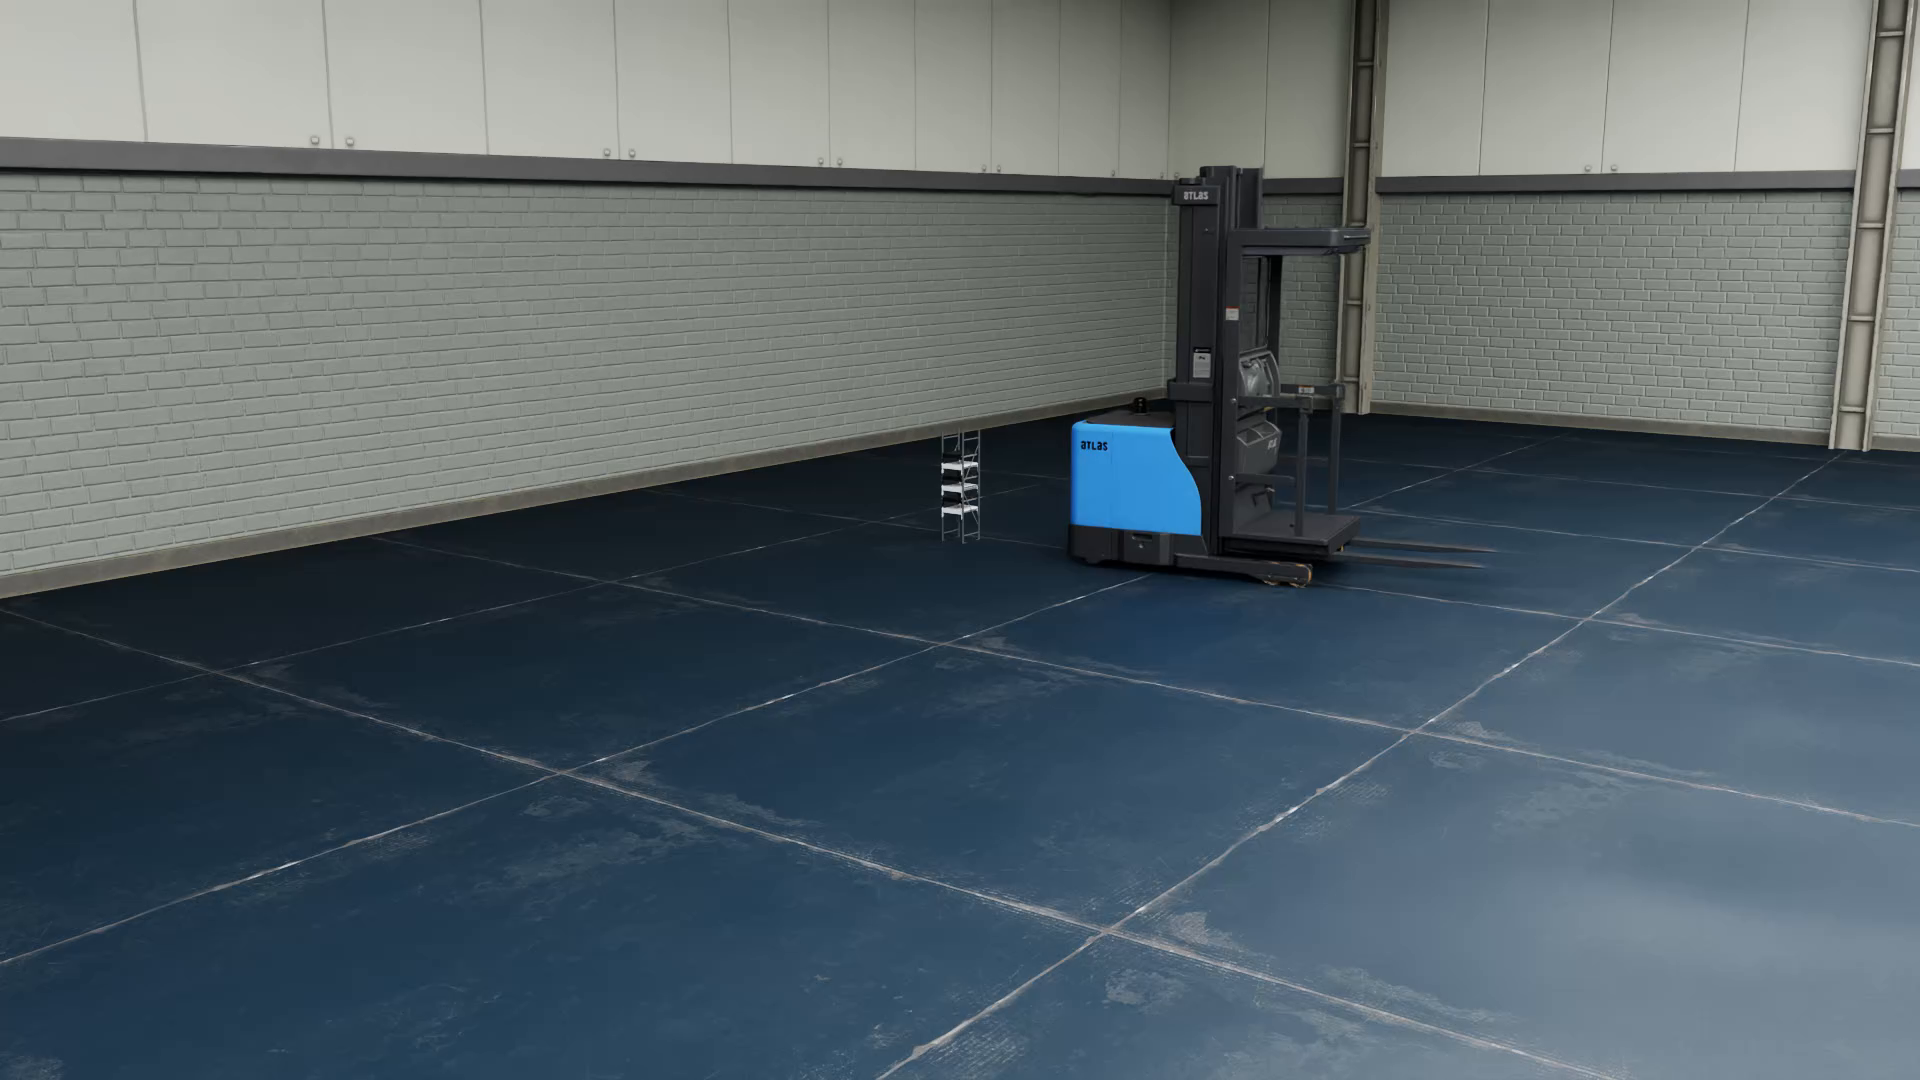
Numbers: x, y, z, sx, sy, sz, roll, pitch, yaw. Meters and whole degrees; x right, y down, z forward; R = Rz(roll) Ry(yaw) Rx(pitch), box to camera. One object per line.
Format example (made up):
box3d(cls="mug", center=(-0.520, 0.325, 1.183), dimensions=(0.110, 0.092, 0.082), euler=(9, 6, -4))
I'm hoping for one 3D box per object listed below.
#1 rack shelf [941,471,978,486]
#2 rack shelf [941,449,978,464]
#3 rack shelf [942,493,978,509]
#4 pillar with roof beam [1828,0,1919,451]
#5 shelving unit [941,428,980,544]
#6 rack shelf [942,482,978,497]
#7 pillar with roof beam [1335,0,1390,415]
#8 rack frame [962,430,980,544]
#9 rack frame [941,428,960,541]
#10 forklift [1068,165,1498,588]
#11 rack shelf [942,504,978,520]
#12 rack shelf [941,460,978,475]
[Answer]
box3d(cls="rack shelf", center=(0.007, -0.497, 13.429), dimensions=(0.200, 0.077, 0.258), euler=(8, 13, 36))
box3d(cls="rack shelf", center=(0.007, -0.673, 13.395), dimensions=(0.200, 0.077, 0.258), euler=(8, 13, 36))
box3d(cls="rack shelf", center=(0.007, -0.320, 13.463), dimensions=(0.200, 0.077, 0.258), euler=(8, 13, 36))
box3d(cls="pillar with roof beam", center=(7.568, -4.799, 14.644), dimensions=(0.400, 9.000, 9.100), euler=(8, 13, 36))
box3d(cls="shelving unit", center=(0.007, -0.441, 13.439), dimensions=(0.210, 0.900, 0.258), euler=(8, 13, 36))
box3d(cls="rack shelf", center=(0.007, -0.408, 13.446), dimensions=(0.200, 0.077, 0.258), euler=(8, 13, 36))
box3d(cls="pillar with roof beam", center=(2.732, -5.474, 18.131), dimensions=(0.400, 9.000, 9.100), euler=(8, 13, 36))
box3d(cls="rack frame", center=(0.088, -0.429, 13.380), dimensions=(0.006, 0.900, 0.240), euler=(8, 13, 36))
box3d(cls="rack frame", center=(-0.075, -0.452, 13.499), dimensions=(0.006, 0.900, 0.240), euler=(8, 13, 36))
box3d(cls="forklift", center=(2.372, -1.216, 12.098), dimensions=(3.031, 2.935, 1.130), euler=(5, 12, 25))
box3d(cls="rack shelf", center=(0.007, -0.231, 13.480), dimensions=(0.200, 0.077, 0.258), euler=(8, 13, 36))
box3d(cls="rack shelf", center=(0.007, -0.585, 13.412), dimensions=(0.200, 0.077, 0.258), euler=(8, 13, 36))
